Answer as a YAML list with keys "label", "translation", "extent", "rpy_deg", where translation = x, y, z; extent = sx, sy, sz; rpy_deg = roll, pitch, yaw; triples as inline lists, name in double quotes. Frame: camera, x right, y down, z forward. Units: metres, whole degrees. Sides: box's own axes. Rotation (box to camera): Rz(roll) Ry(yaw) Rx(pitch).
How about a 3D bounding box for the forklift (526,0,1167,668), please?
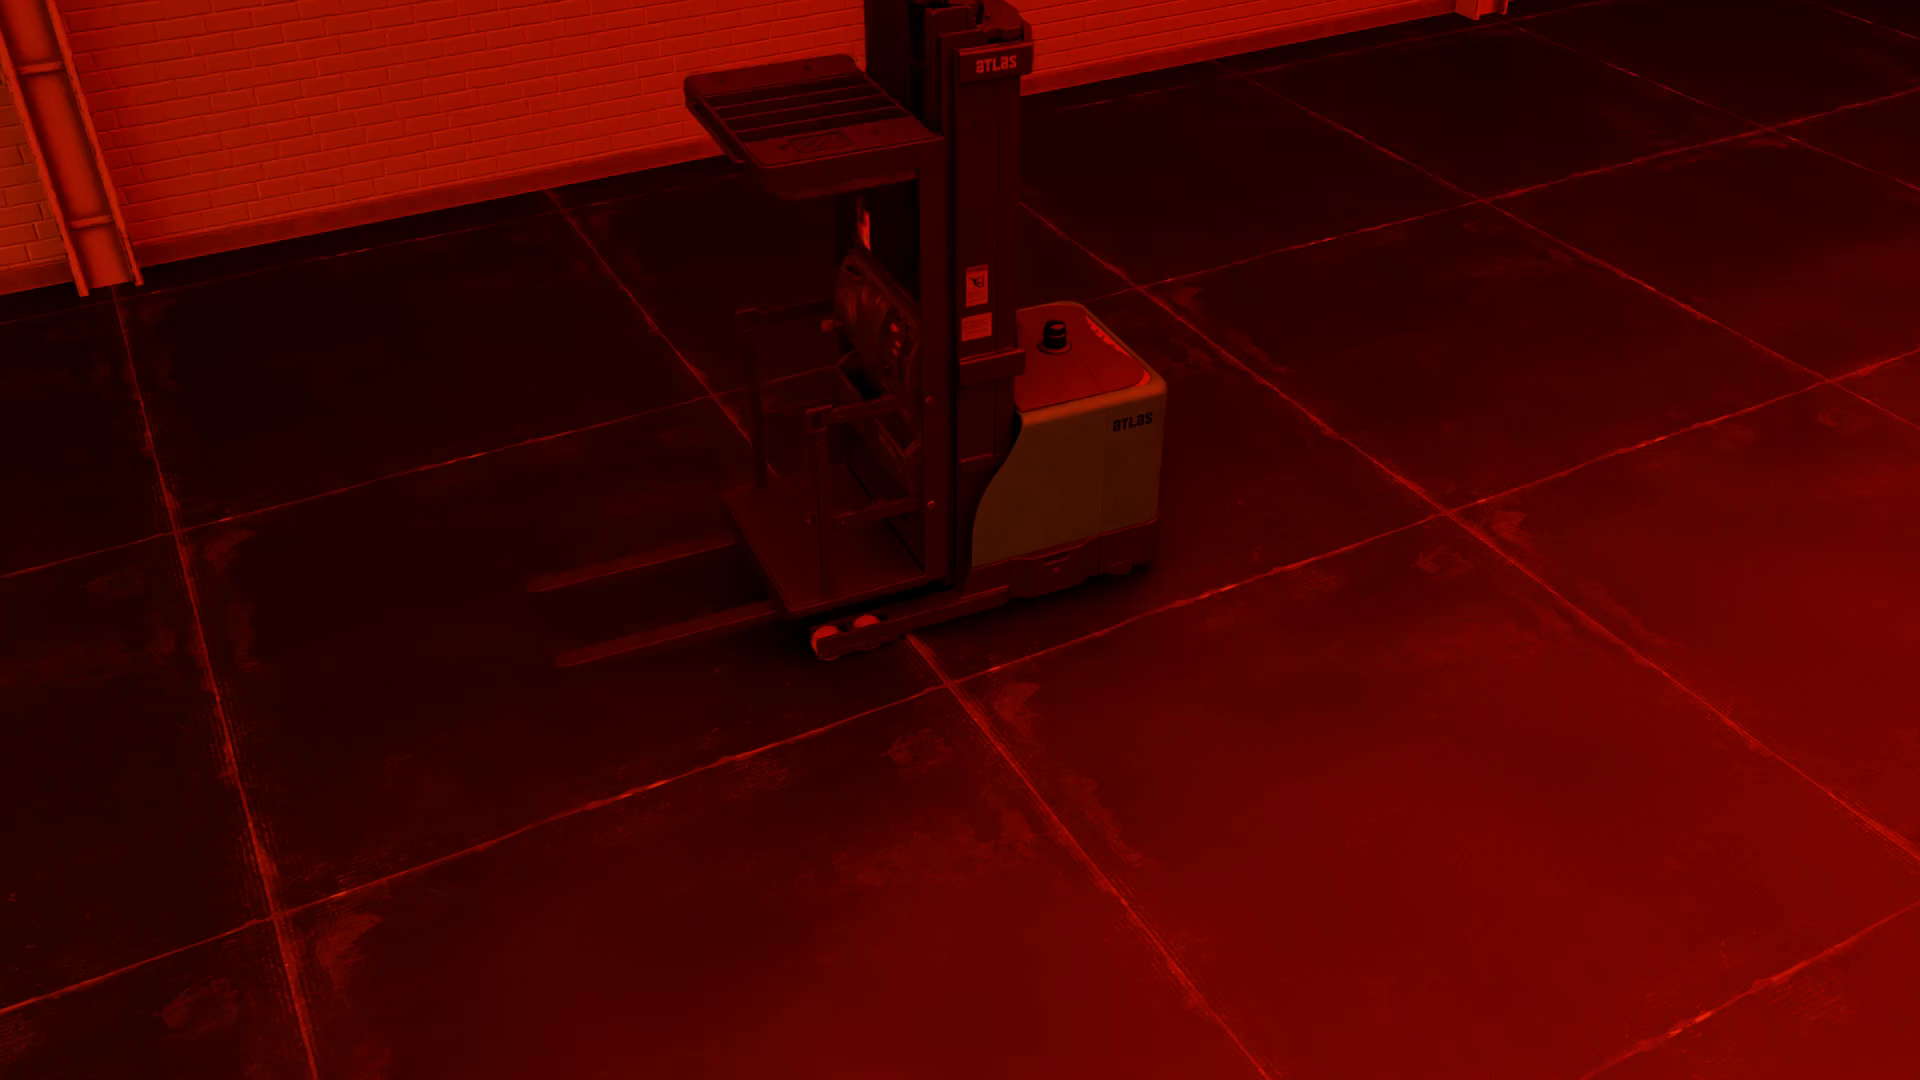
- label: "forklift"
  translation: [-0.563, -0.975, 7.502]
  extent: [3.031, 2.935, 1.130]
  rpy_deg: [-14, 38, -19]

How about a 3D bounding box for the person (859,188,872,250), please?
- label: "person"
  translation: [-0.309, -1.379, 9.343]
  extent: [0.688, 1.469, 0.871]
  rpy_deg: [-11, 37, -15]
